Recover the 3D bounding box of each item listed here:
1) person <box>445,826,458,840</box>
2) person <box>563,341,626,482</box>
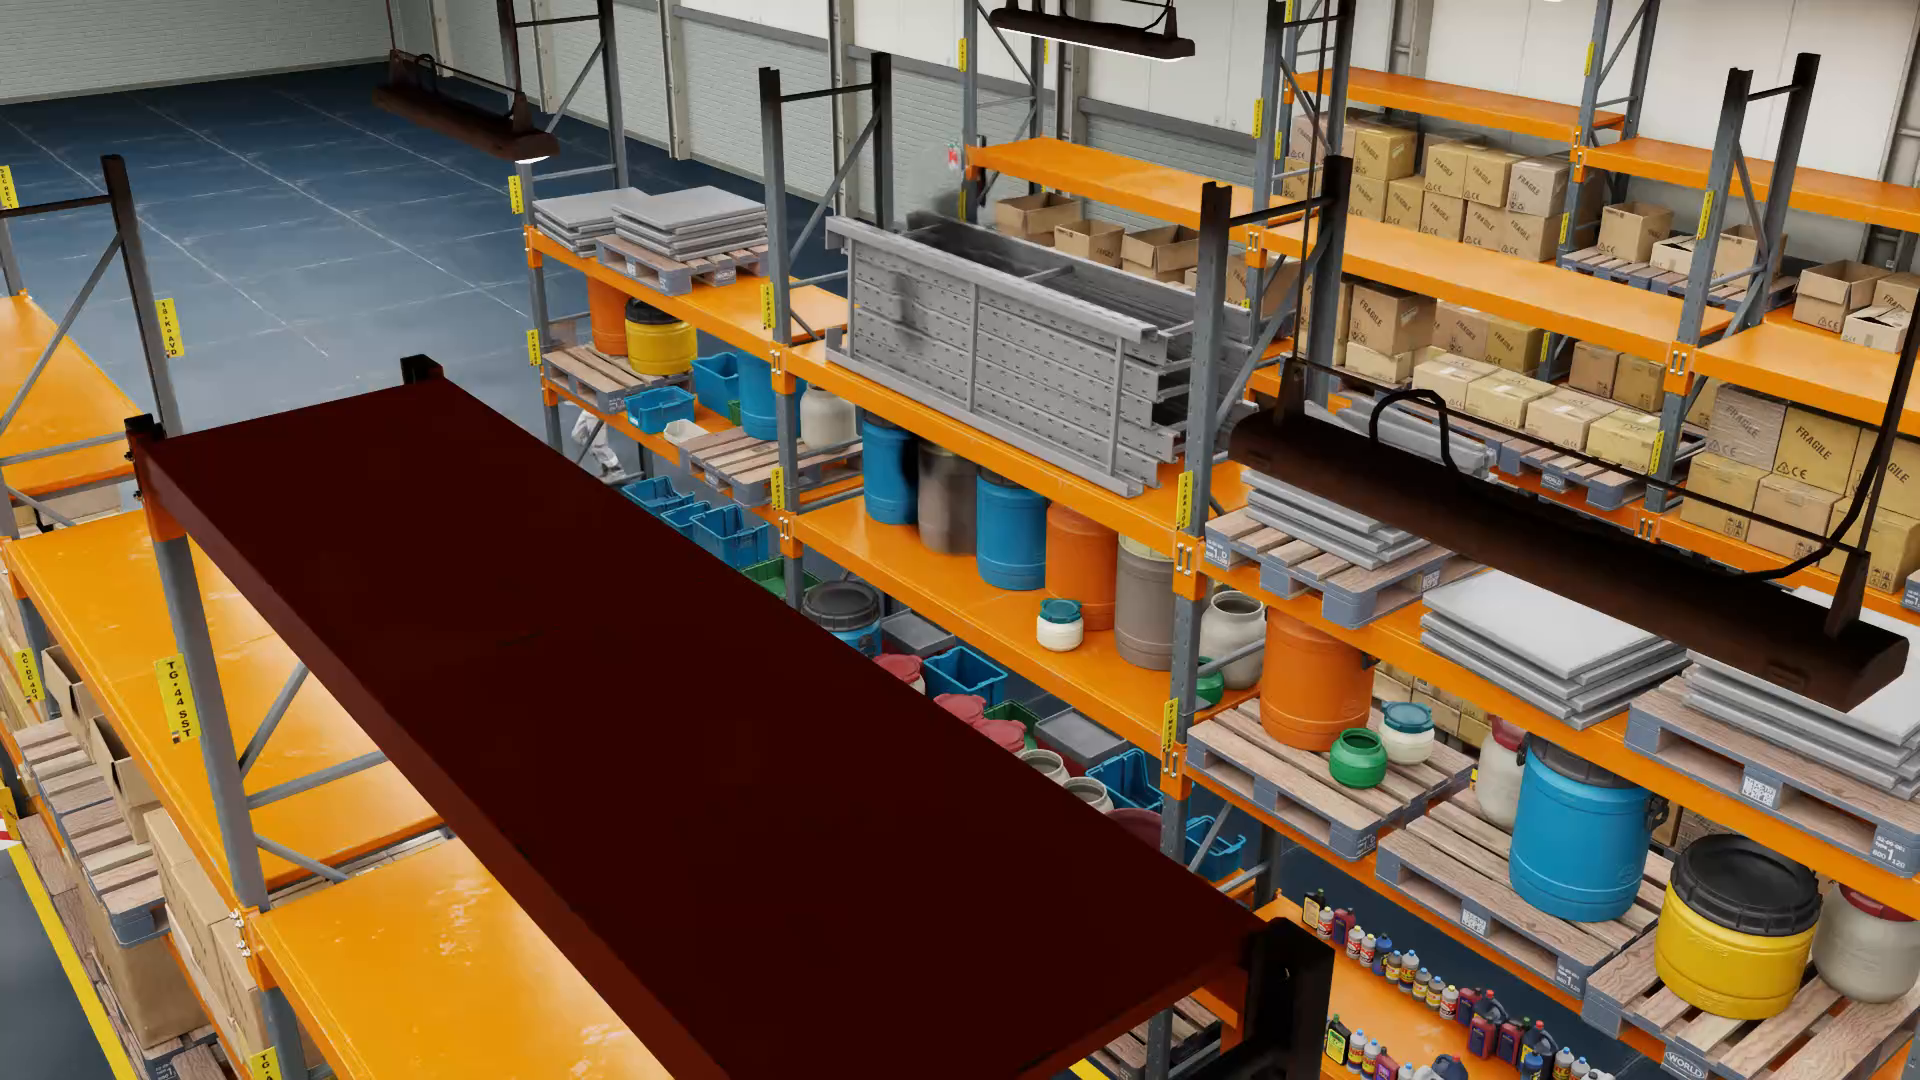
[{"bbox_3d":[-3.934,1.682,12.238,0.655,1.788,0.528,23,34,38],"label":"person"},{"bbox_3d":[-4.259,-1.466,19.242,0.642,1.742,0.649,-6,27,-12],"label":"person"}]
